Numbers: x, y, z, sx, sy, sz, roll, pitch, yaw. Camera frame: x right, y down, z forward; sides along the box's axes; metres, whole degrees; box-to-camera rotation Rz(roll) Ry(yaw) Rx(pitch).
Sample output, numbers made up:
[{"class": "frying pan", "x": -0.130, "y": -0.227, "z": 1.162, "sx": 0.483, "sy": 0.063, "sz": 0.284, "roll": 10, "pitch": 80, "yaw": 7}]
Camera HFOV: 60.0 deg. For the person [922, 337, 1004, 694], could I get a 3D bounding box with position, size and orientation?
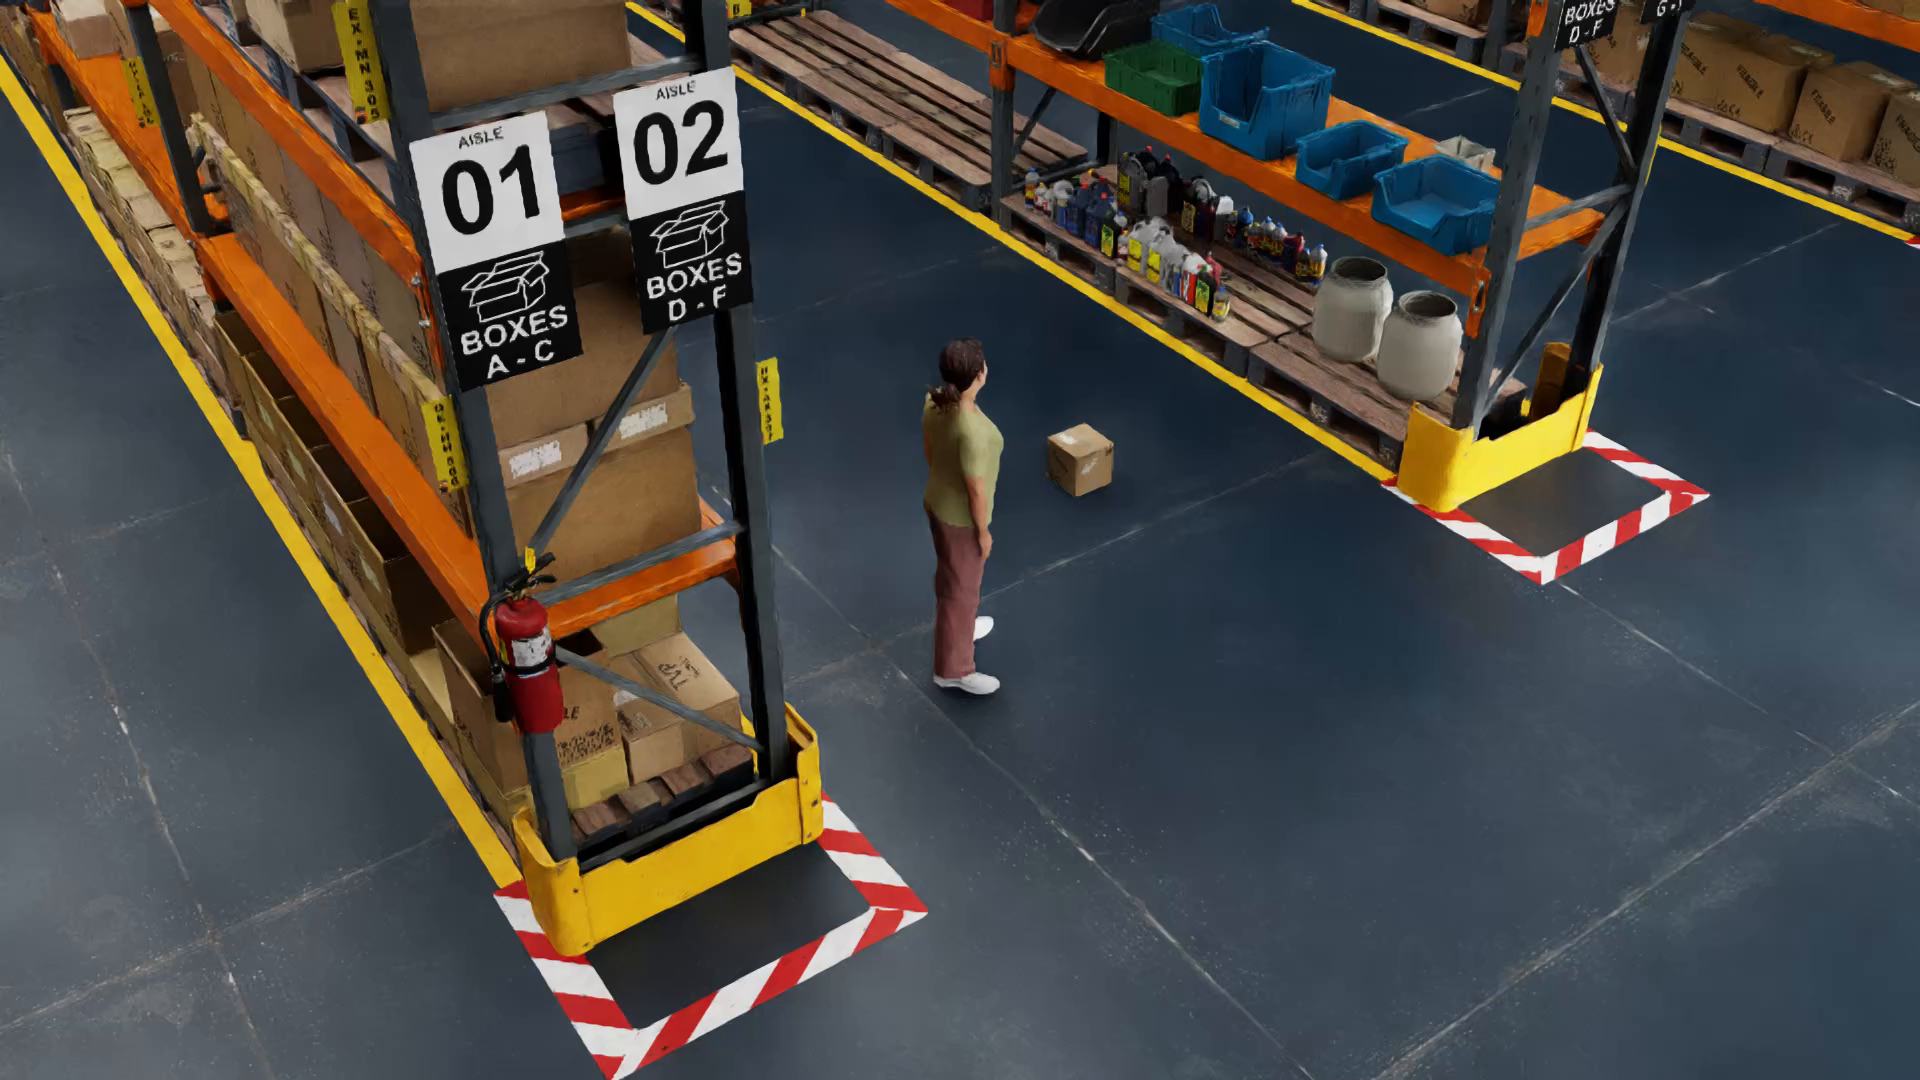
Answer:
[{"class": "person", "x": 0.033, "y": -0.120, "z": 7.124, "sx": 0.412, "sy": 1.674, "sz": 0.521, "roll": -14, "pitch": 39, "yaw": -19}]
